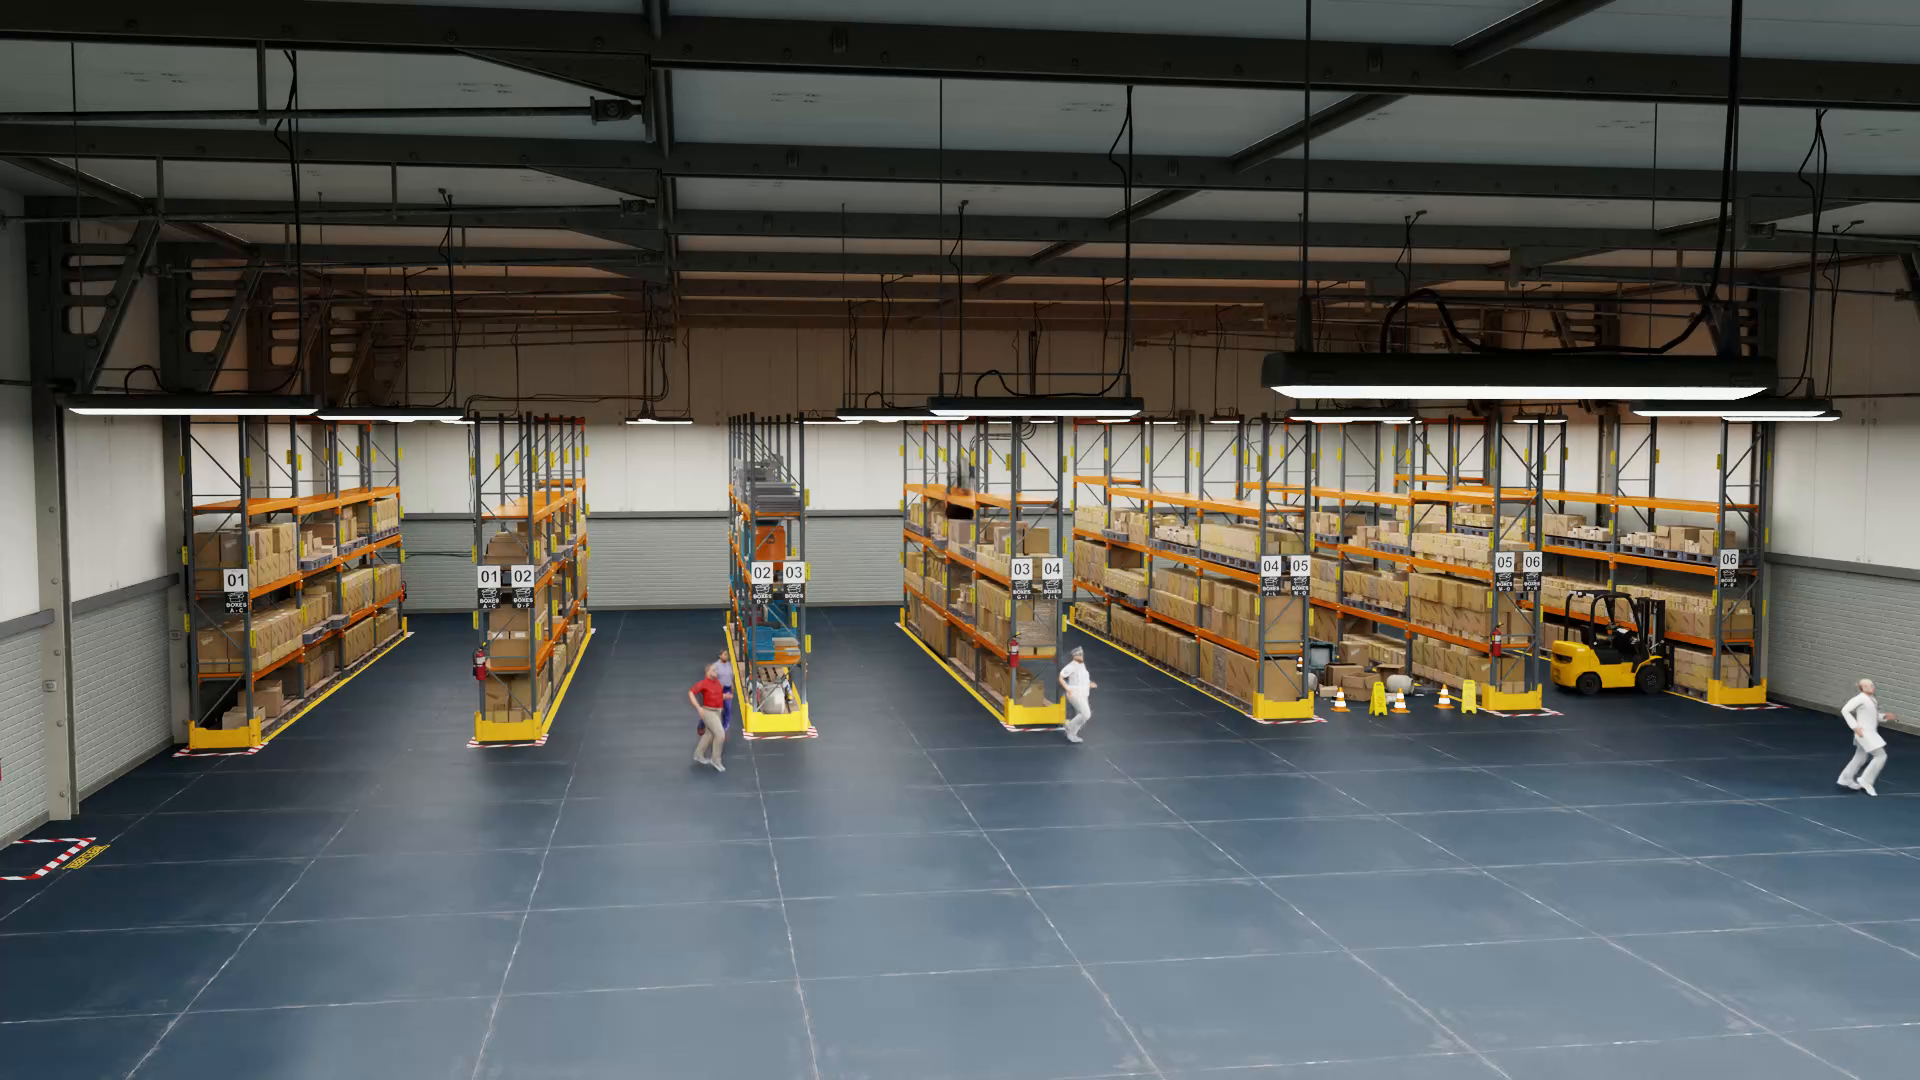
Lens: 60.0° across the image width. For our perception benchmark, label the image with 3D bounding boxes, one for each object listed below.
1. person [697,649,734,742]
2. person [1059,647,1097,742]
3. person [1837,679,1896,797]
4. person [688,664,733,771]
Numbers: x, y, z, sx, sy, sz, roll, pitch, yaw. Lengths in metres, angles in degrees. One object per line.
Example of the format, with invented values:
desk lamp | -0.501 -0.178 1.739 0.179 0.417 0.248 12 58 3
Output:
person | -4.410 2.838 30.616 0.694 1.673 0.810 -3 5 -38
person | 2.184 2.799 30.086 0.611 1.736 0.651 2 4 29
person | 14.140 3.077 25.939 0.798 1.823 0.671 3 5 37
person | -4.149 2.979 27.866 0.758 1.804 0.637 1 4 16
